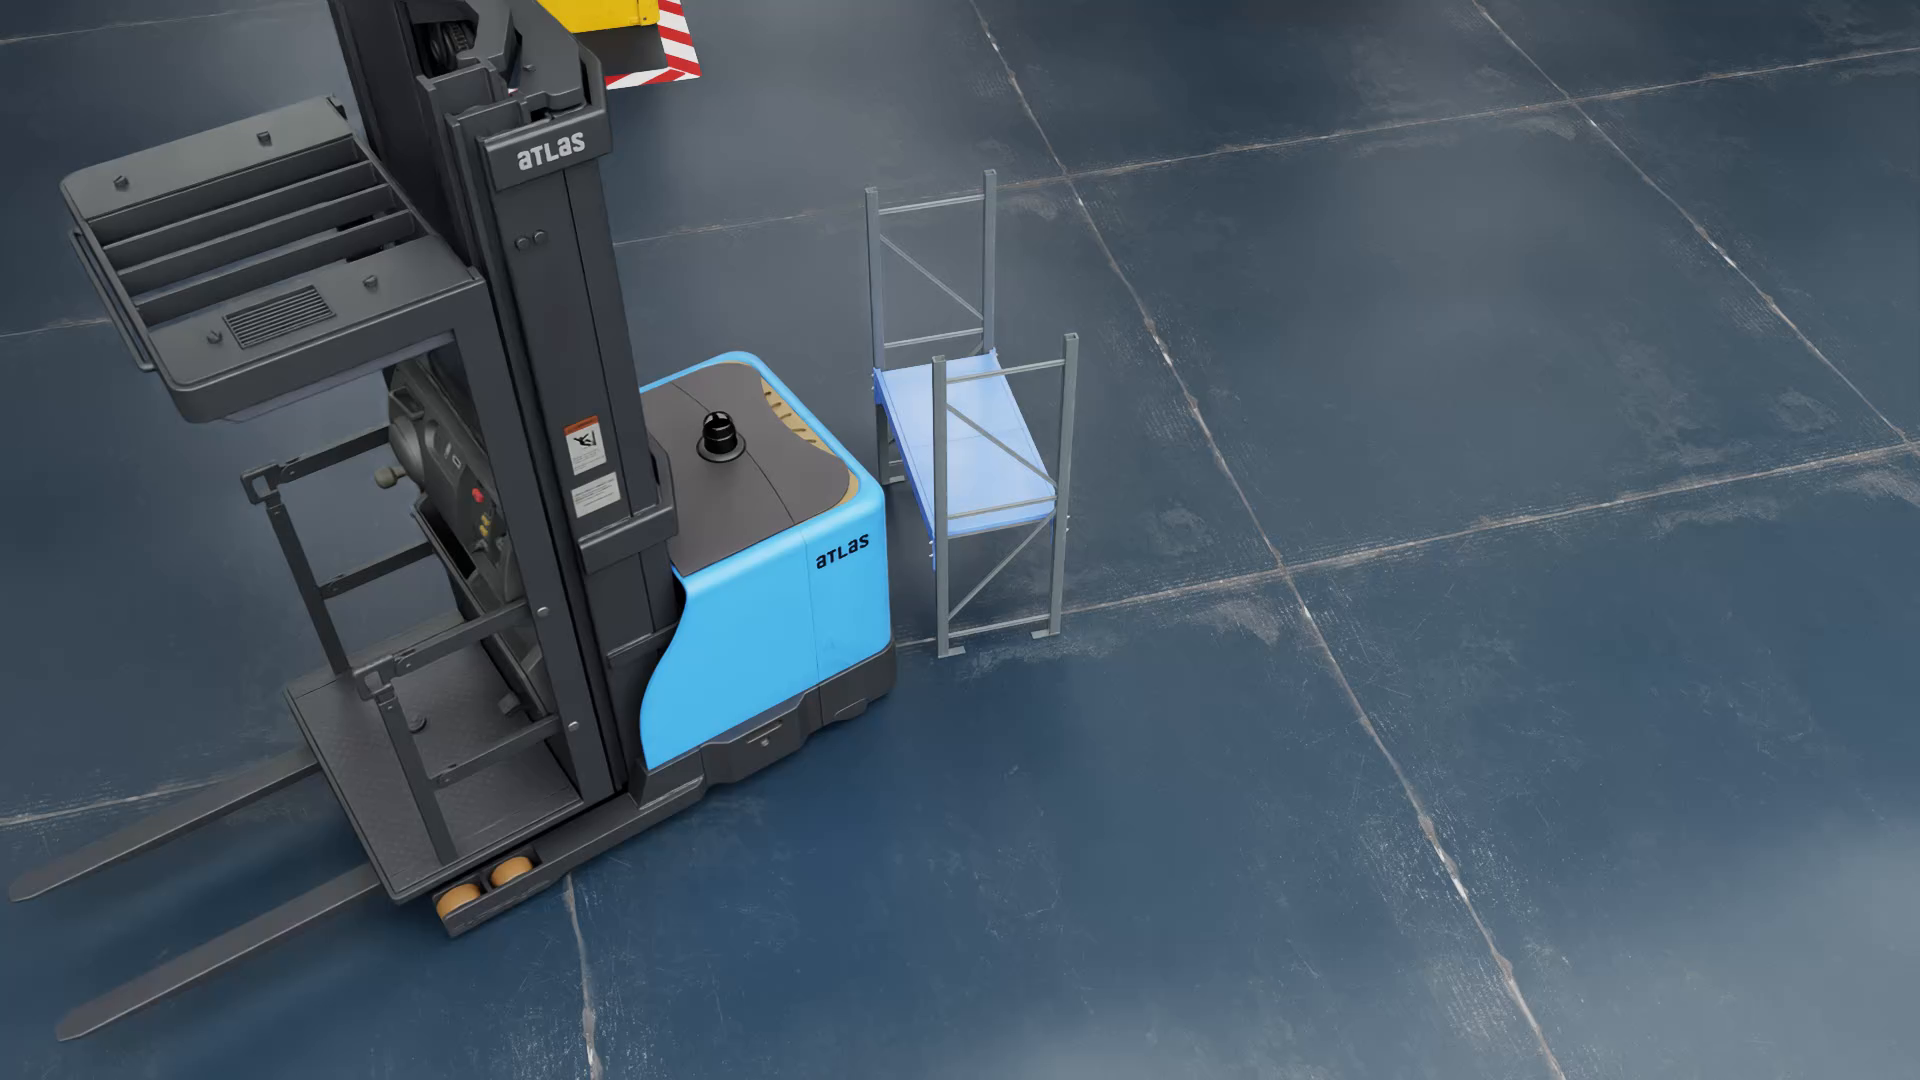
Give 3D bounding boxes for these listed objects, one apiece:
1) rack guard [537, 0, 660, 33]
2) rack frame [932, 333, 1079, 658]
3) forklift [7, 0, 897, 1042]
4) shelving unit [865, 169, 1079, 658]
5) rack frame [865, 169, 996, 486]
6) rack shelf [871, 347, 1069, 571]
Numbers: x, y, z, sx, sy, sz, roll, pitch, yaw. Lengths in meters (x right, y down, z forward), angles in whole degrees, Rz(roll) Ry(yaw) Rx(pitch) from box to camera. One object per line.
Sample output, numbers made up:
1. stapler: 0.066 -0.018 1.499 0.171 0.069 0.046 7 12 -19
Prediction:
1. rack guard: -2.417 -3.317 9.901 1.175 0.500 0.348 -11 47 -10
2. rack frame: 0.152 -0.115 6.063 0.500 1.500 0.032 -11 47 -10
3. forklift: -1.746 -0.122 5.069 3.031 2.935 1.130 -26 51 -23
4. shelving unit: 0.022 -0.466 6.407 0.538 1.500 1.048 -11 47 -10
5. rack frame: -0.108 -0.817 6.751 0.500 1.500 0.032 -11 47 -10
6. rack shelf: 0.022 -0.340 6.536 0.538 0.185 1.000 -11 47 -10
